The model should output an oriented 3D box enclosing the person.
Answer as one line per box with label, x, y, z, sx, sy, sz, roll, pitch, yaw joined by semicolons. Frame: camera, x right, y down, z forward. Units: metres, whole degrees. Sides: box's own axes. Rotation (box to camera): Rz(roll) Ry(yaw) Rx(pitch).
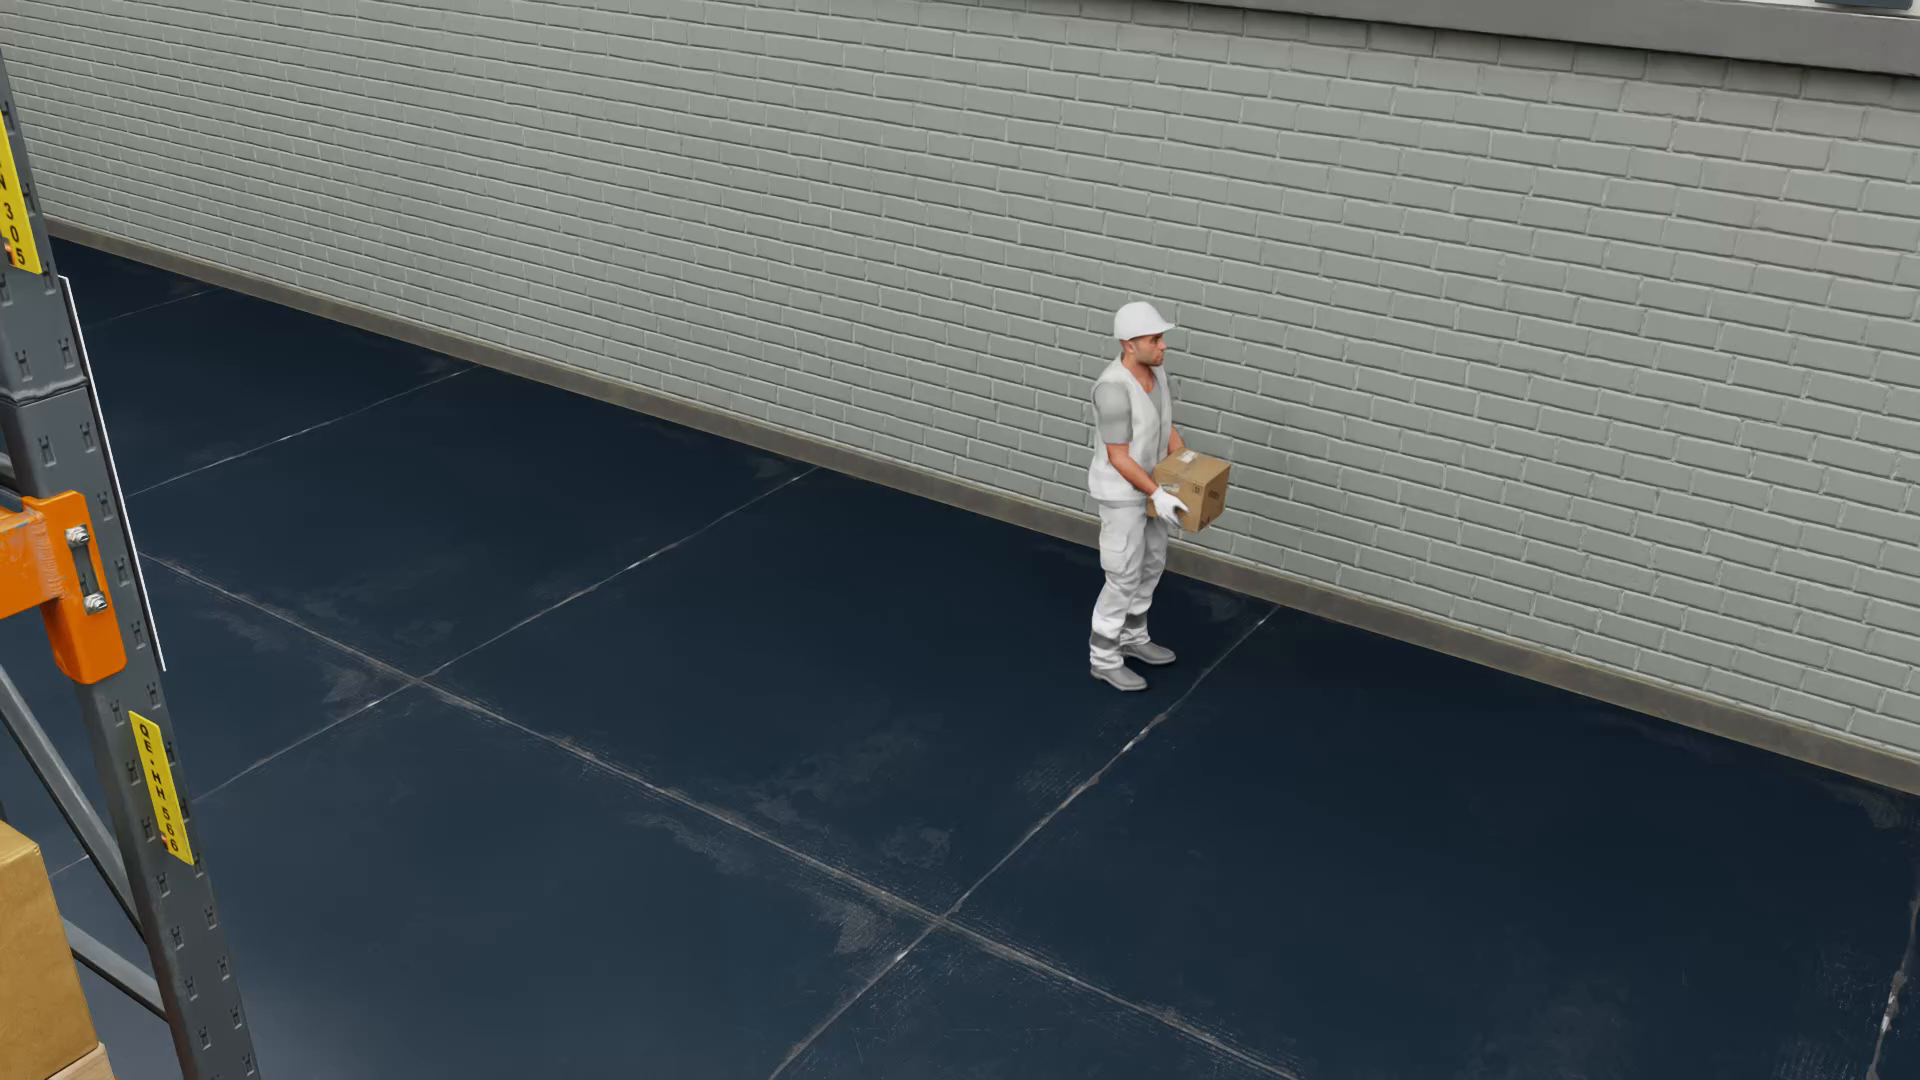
person;0.856;-0.187;7.455;0.529;1.794;0.524;17;31;30
